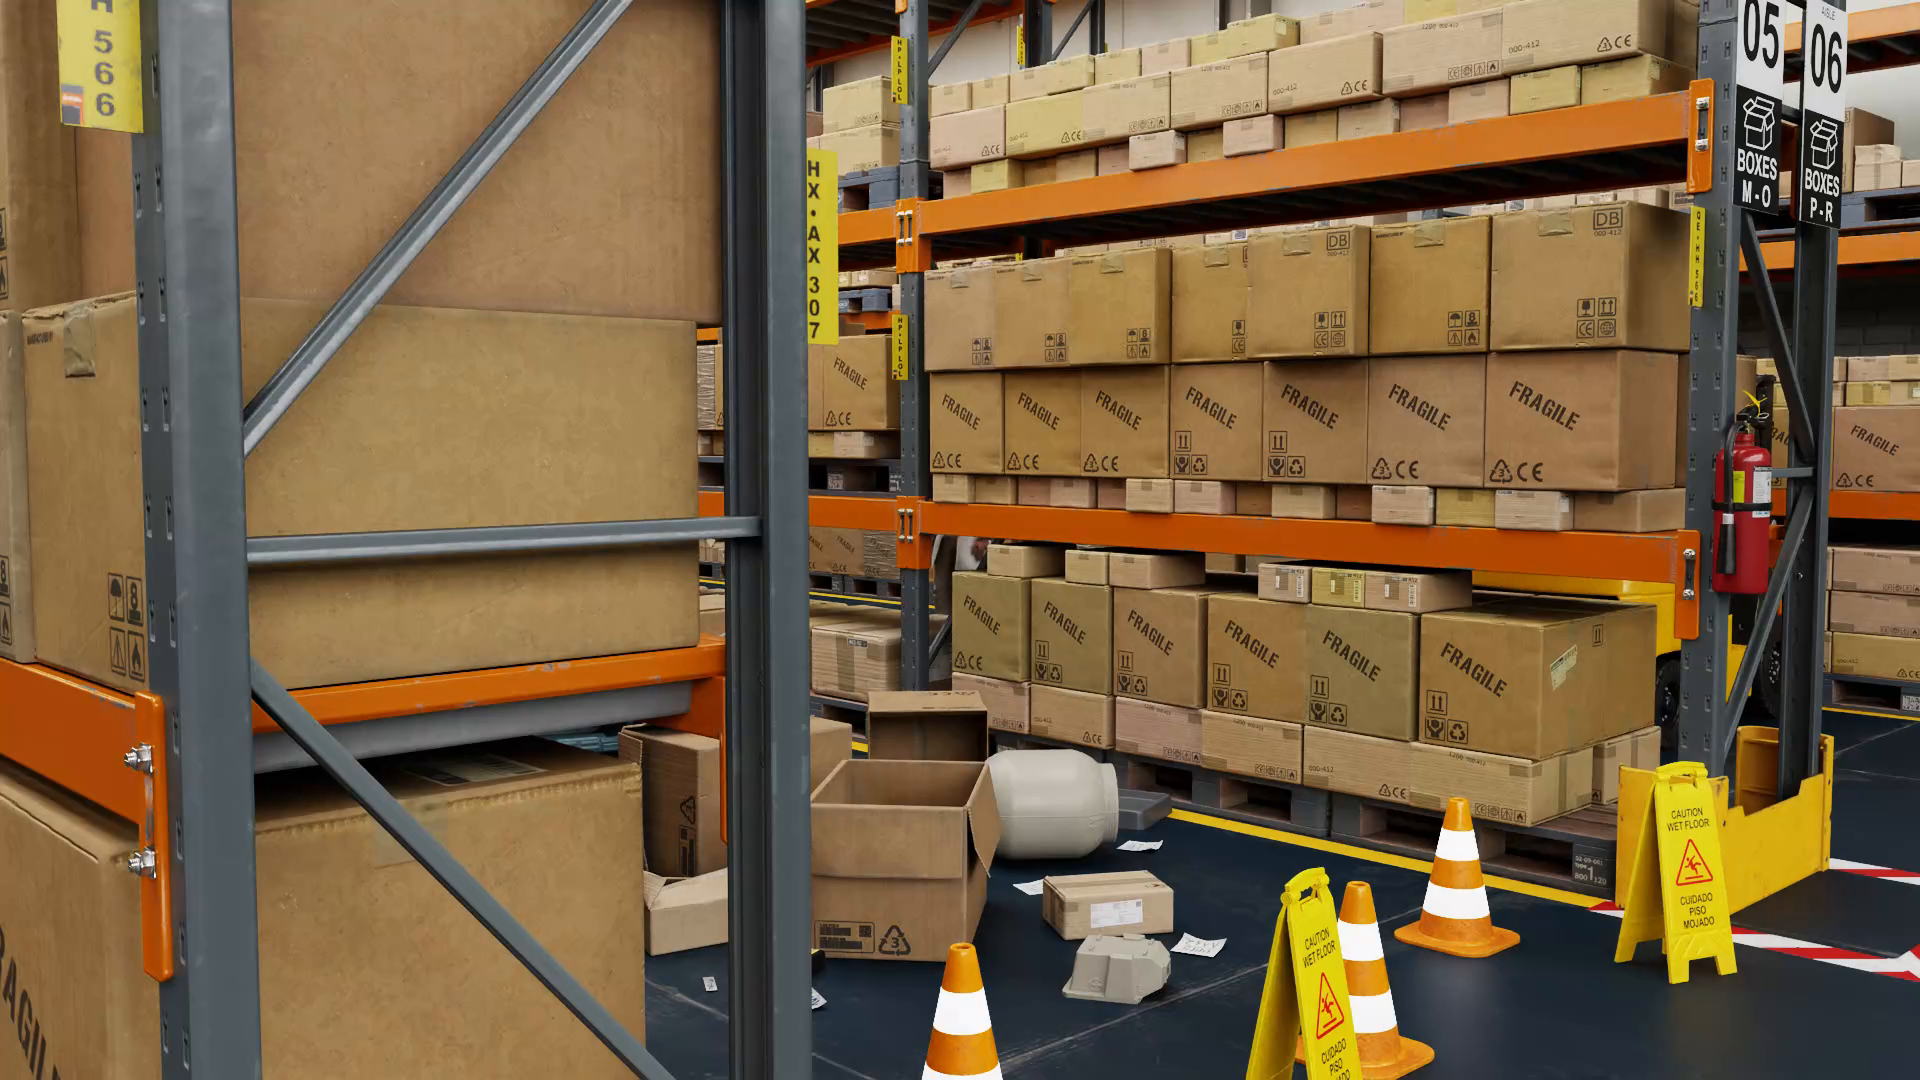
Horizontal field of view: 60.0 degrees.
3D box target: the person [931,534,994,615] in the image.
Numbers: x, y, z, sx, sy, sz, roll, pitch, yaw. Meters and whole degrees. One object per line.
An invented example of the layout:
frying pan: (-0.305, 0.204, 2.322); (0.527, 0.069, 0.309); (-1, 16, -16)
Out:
person: (0.008, -0.007, 11.838); (0.424, 1.774, 0.644); (-4, 5, -43)
